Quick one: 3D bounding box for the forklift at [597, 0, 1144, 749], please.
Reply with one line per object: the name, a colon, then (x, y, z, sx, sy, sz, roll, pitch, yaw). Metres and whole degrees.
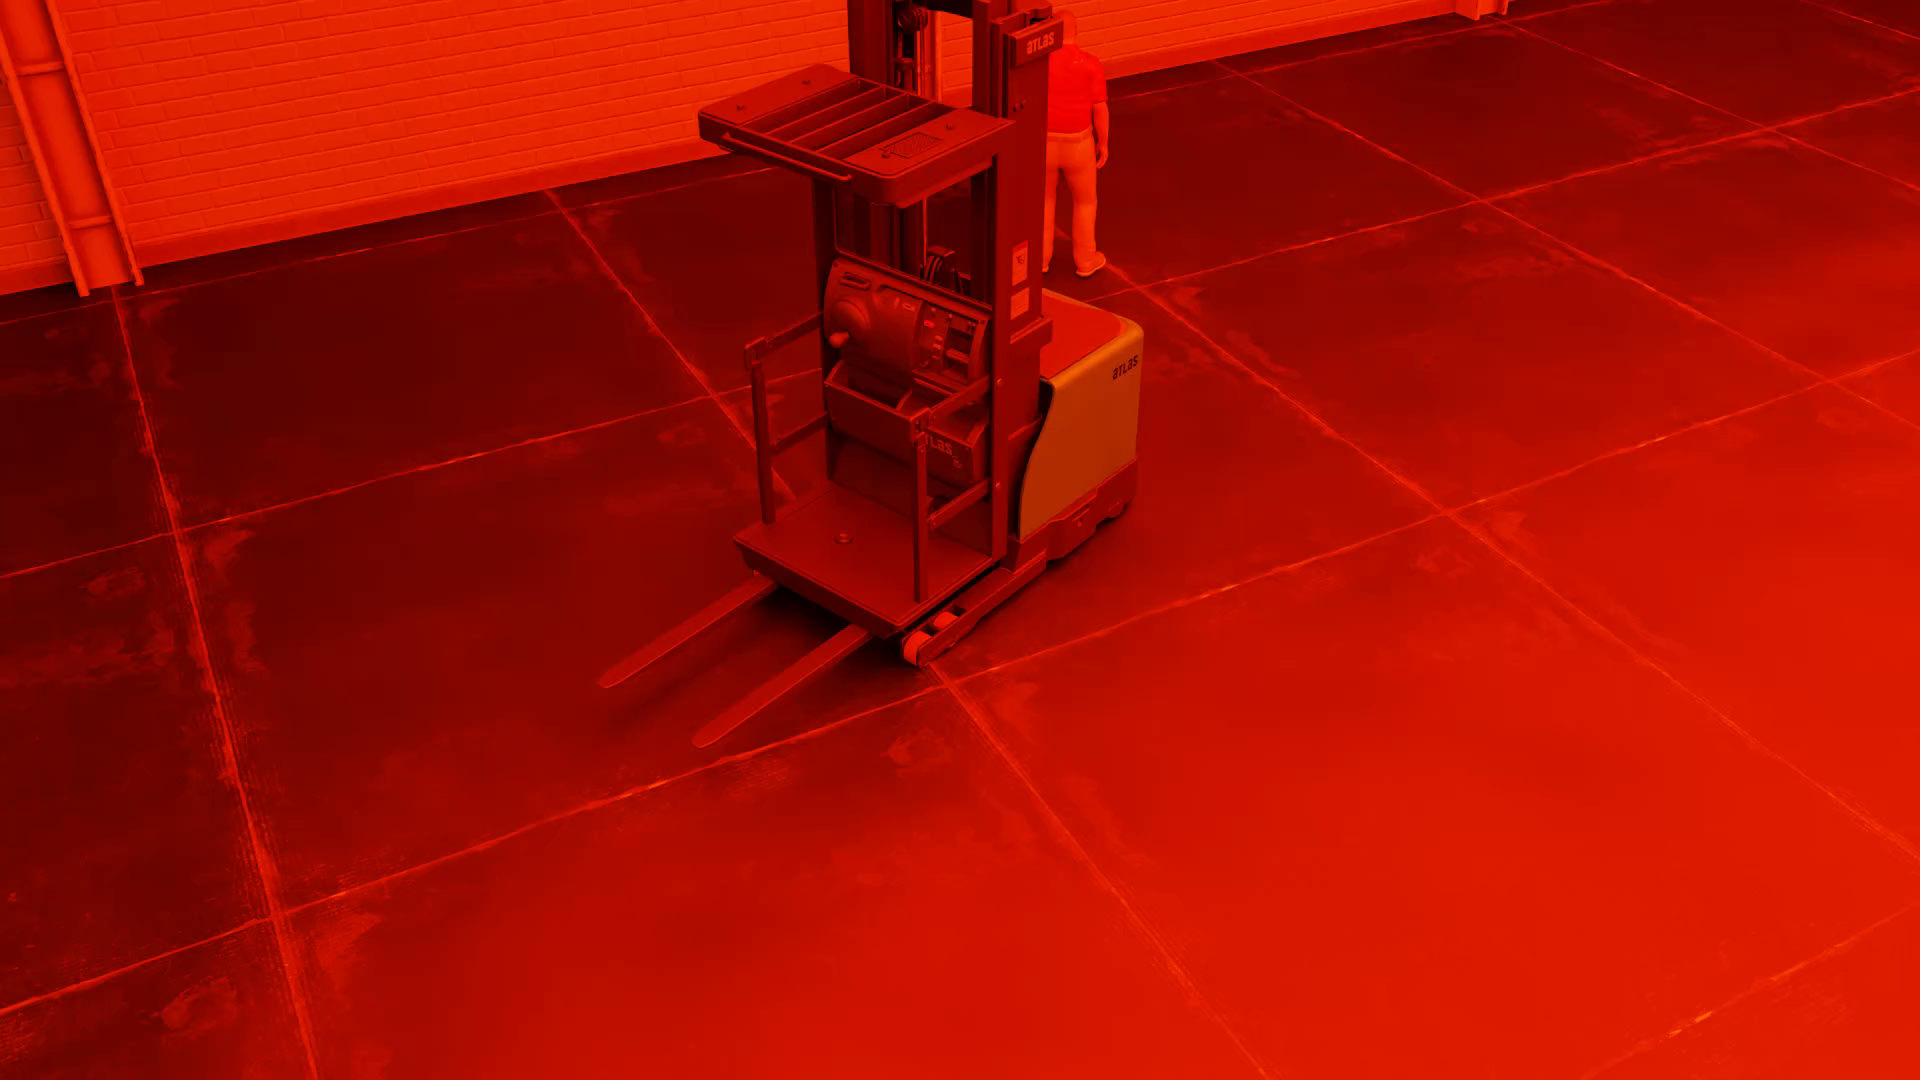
forklift: (-0.390, -0.927, 7.434, 1.130, 2.935, 3.031, 26, 43, 31)

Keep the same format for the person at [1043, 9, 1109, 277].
person: (0.671, -2.553, 10.776, 0.607, 1.727, 0.397, 6, 36, 8)
